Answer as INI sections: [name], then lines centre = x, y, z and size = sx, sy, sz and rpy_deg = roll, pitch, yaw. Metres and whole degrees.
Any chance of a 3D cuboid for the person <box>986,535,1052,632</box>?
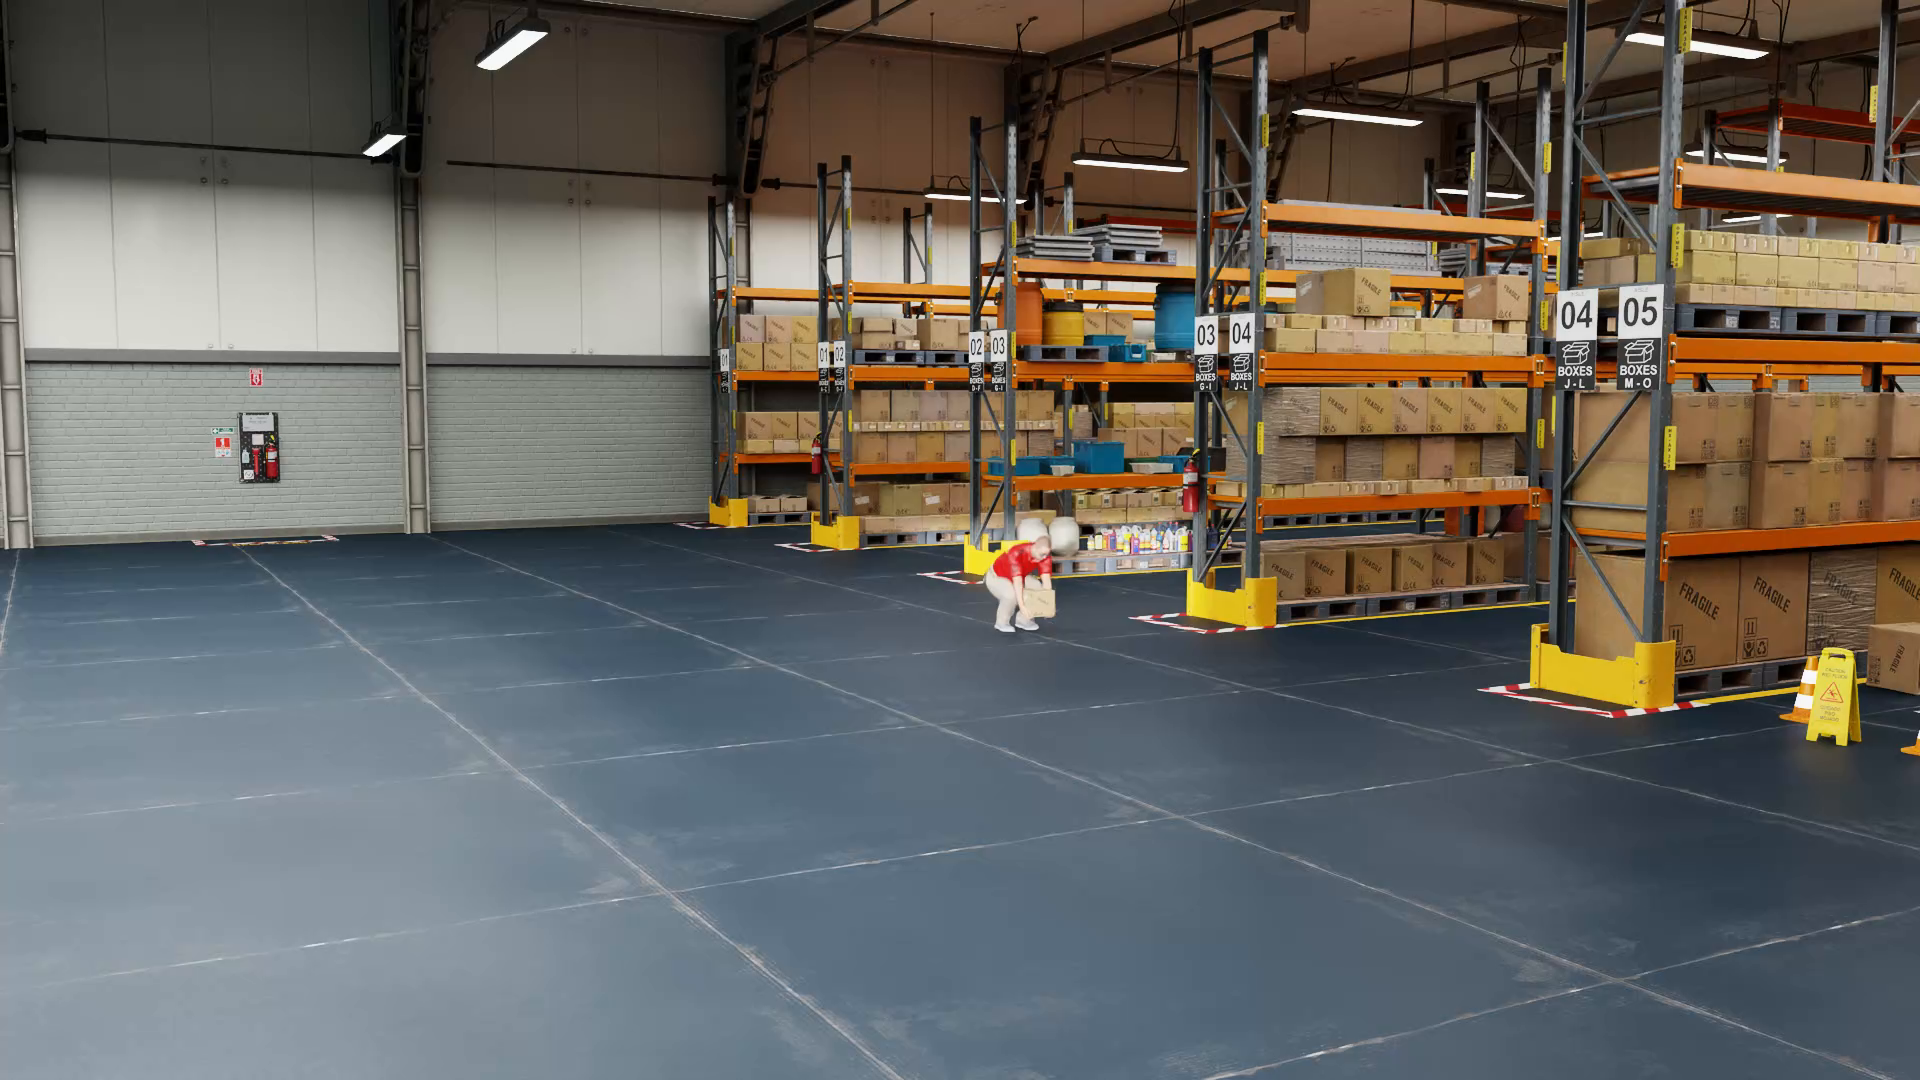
[person]
centre = 0.620, 0.427, 16.727
size = 0.525, 0.997, 0.854
rpy_deg = -3, 6, -30
